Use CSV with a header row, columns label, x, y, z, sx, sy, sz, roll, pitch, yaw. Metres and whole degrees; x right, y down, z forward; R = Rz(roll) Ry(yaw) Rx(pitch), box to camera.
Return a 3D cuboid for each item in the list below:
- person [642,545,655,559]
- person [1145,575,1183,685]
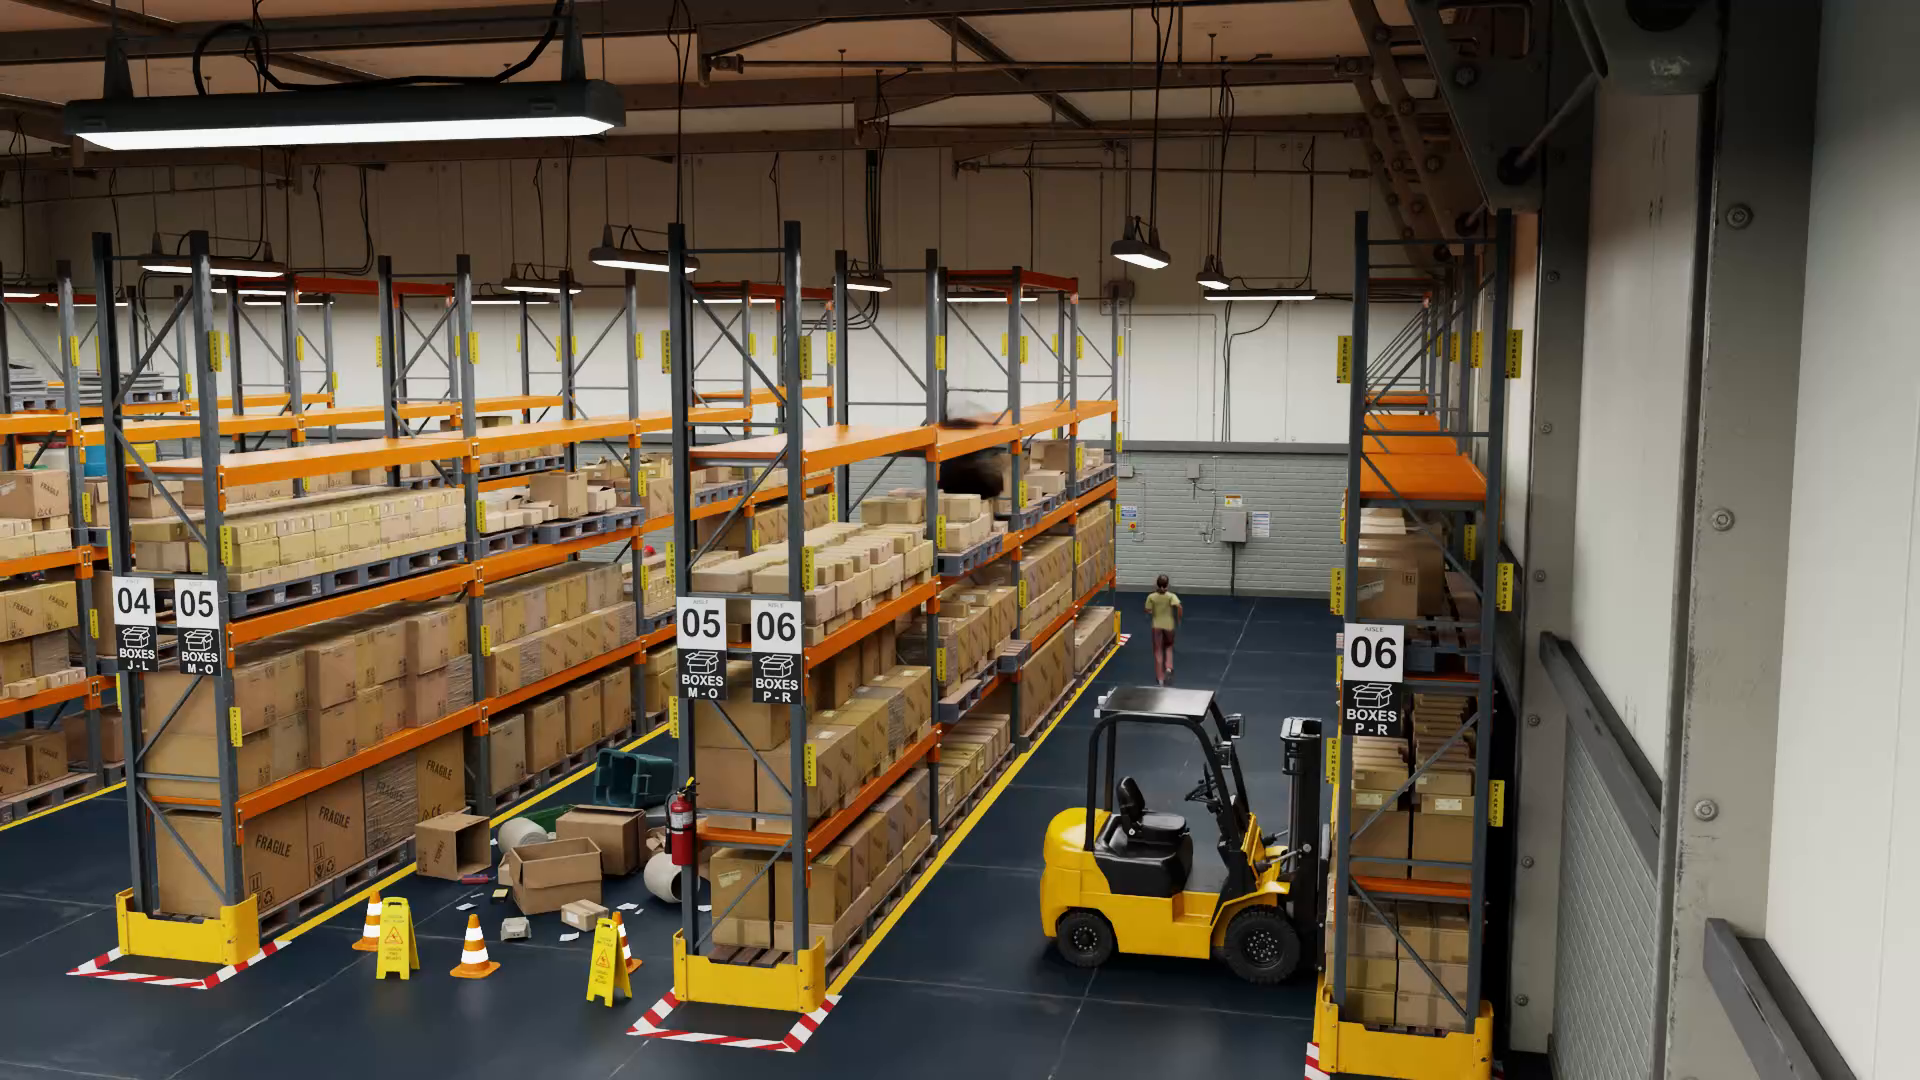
label,x,y,z,sx,sy,sz,roll,pitch,yaw
person,-5.082,0.951,27.402,0.690,1.735,0.770,3,8,26
person,3.017,1.330,24.686,0.549,1.659,0.656,1,7,5
